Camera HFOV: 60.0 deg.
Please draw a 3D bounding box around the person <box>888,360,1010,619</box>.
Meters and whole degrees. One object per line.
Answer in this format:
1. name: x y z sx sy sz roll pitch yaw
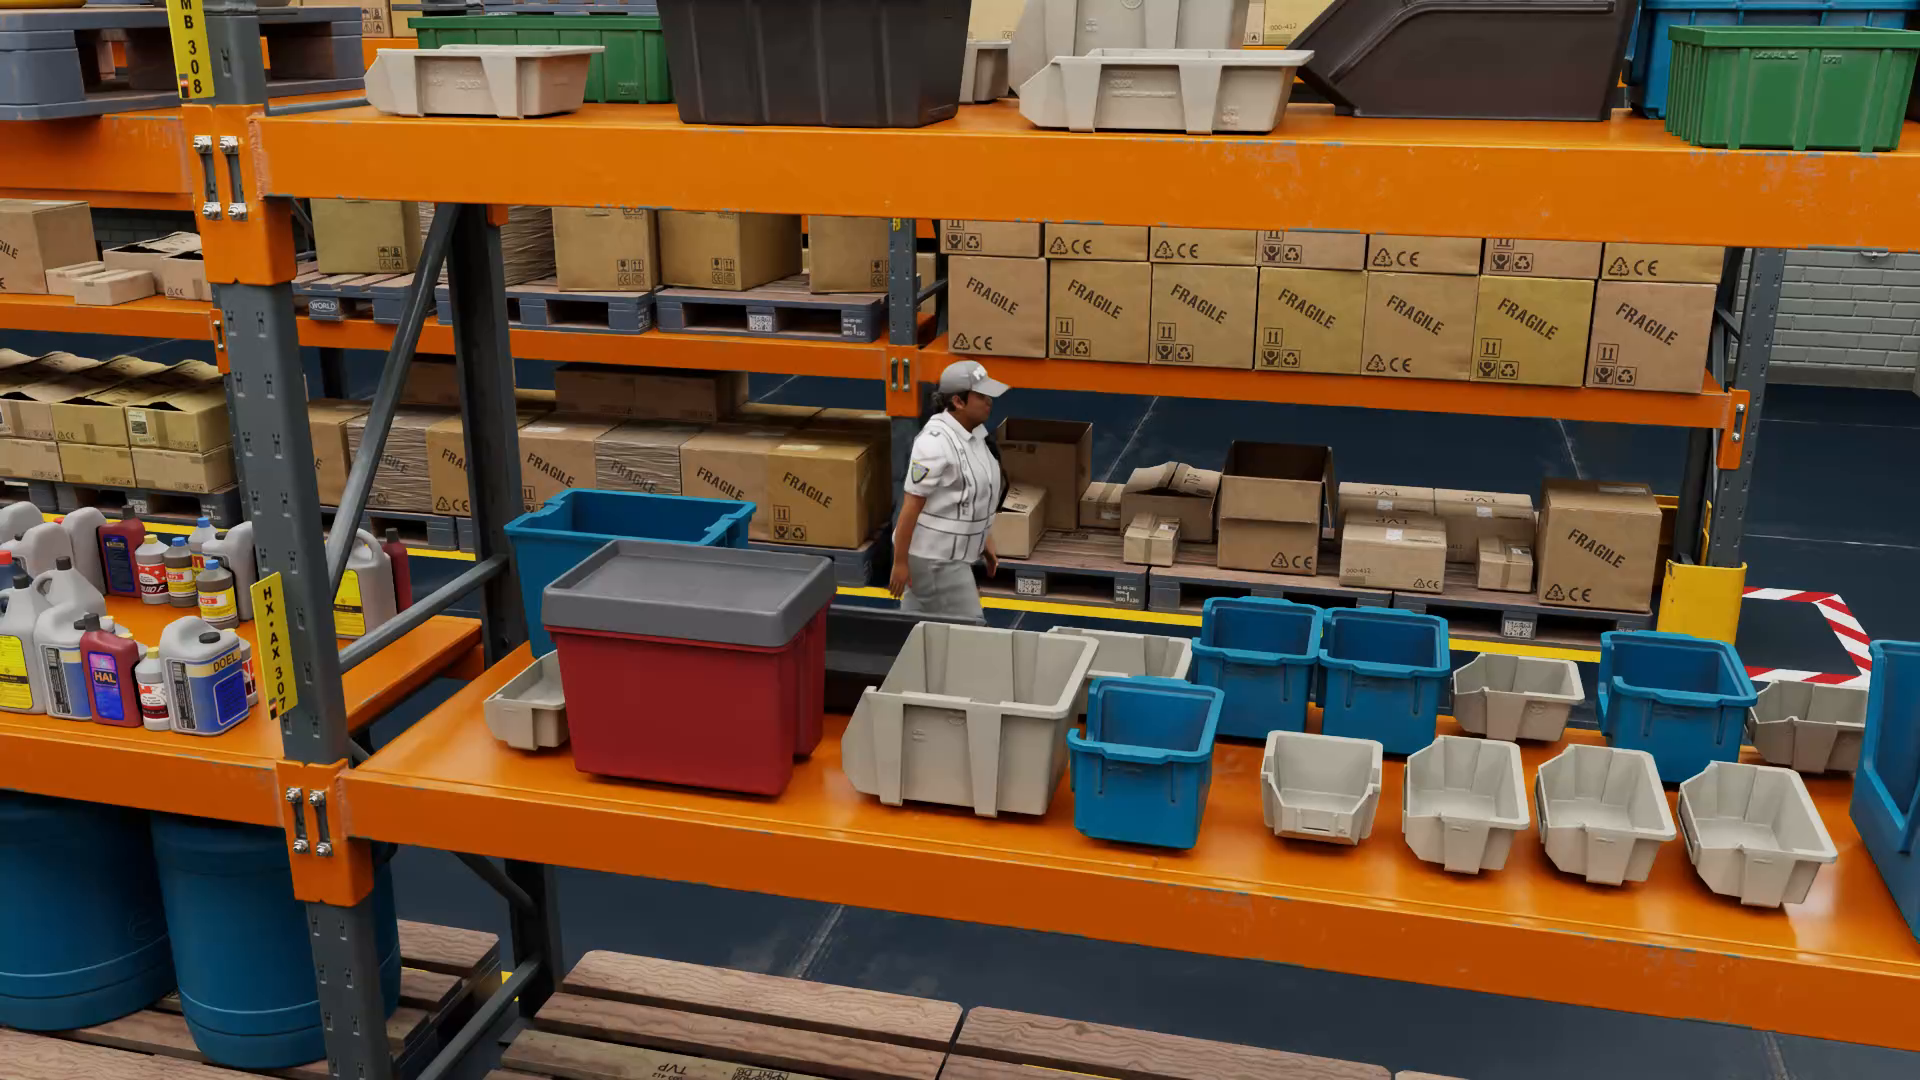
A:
1. person: -0.015 0.052 6.898 0.865 1.627 0.505 6 19 16
